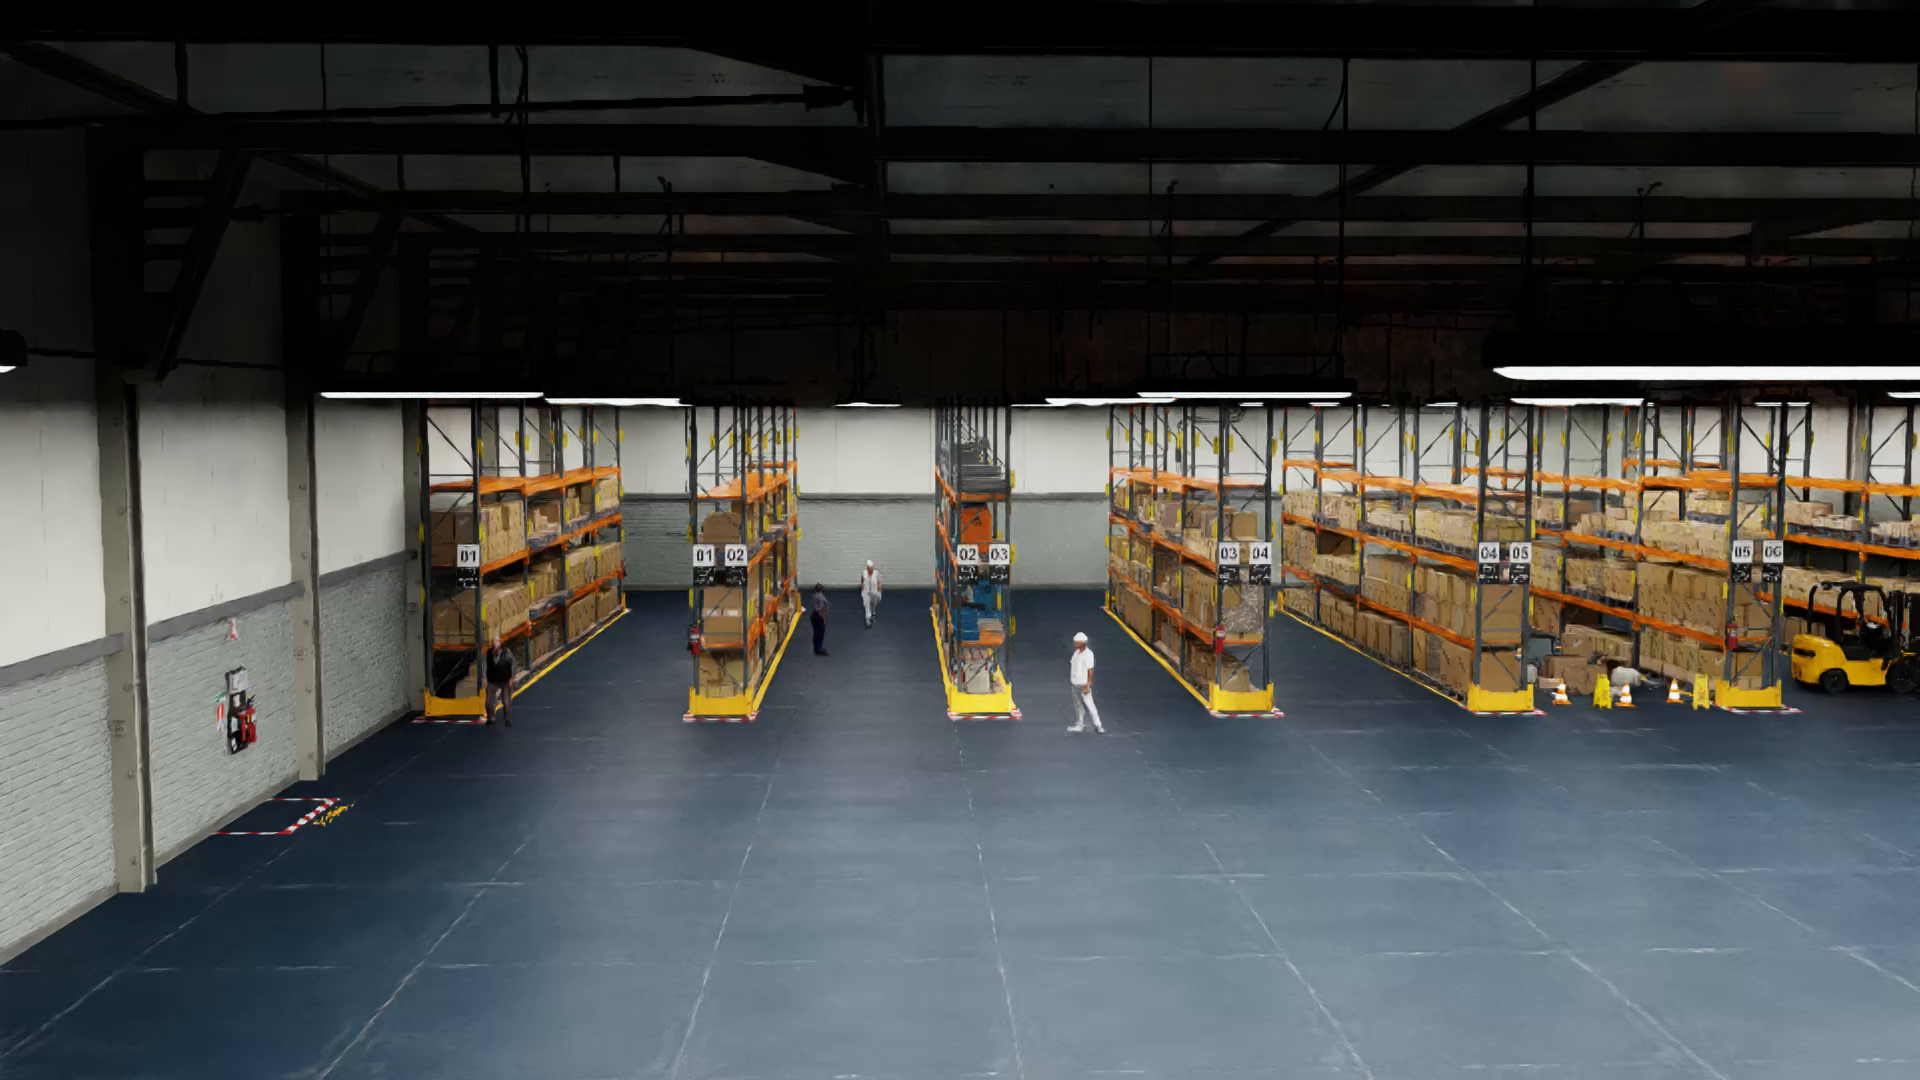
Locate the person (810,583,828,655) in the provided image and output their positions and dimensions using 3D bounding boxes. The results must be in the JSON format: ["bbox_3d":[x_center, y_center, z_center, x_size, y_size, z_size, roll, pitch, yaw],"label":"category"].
[{"bbox_3d":[-3.263,1.833,38.860,0.429,1.656,0.533,-3,5,-32],"label":"person"}]

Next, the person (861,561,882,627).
[{"bbox_3d":[-2.345,1.401,43.902,0.565,1.736,1.045,0,5,-3],"label":"person"}]

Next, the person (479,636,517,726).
[{"bbox_3d":[-8.308,2.538,29.953,0.677,1.673,0.530,0,5,-4],"label":"person"}]

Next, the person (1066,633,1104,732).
[{"bbox_3d":[2.228,2.529,29.521,0.475,1.764,0.747,-3,5,-31],"label":"person"}]
